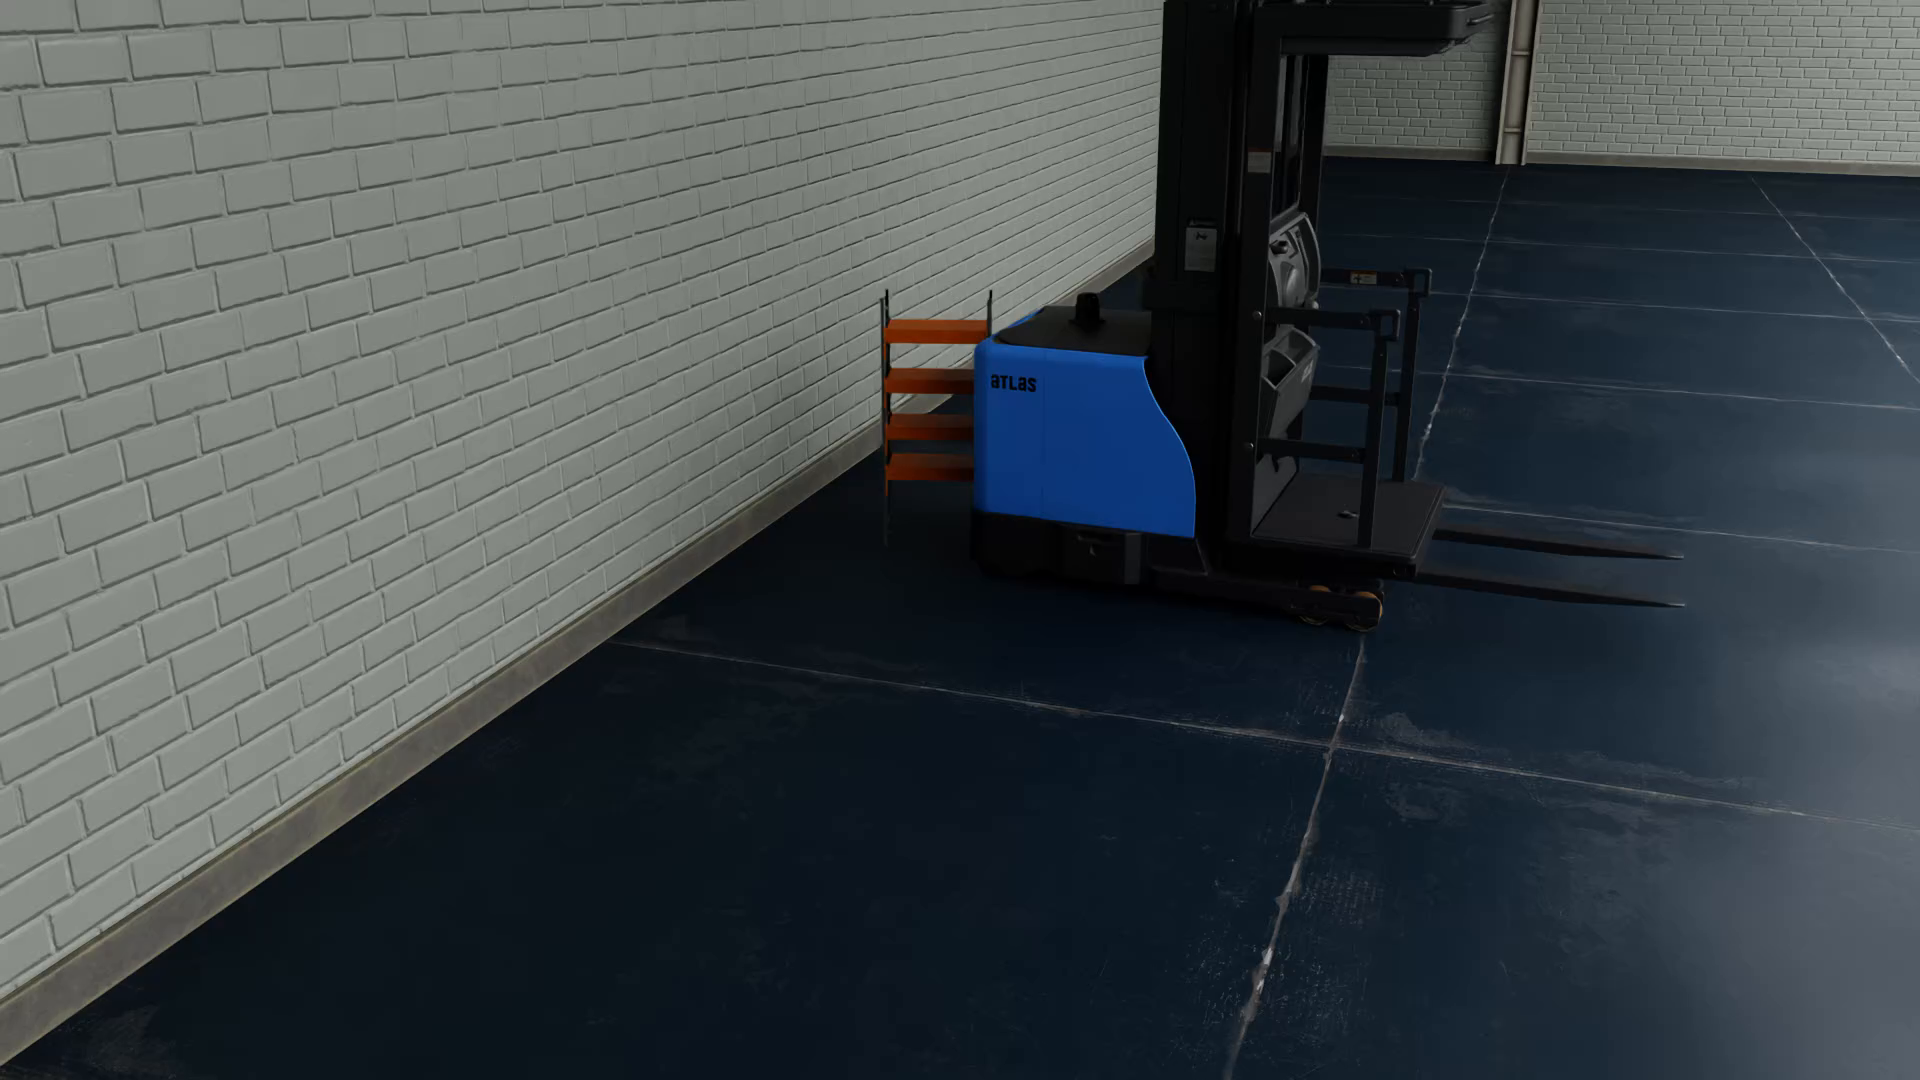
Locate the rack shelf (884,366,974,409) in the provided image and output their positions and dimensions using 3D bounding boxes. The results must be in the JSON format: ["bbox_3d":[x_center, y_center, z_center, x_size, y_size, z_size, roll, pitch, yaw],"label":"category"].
[{"bbox_3d":[-0.106,-0.718,7.835,0.480,0.148,0.258,1,19,3],"label":"rack shelf"}]

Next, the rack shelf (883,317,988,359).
[{"bbox_3d":[-0.106,-0.942,7.758,0.480,0.148,0.258,1,19,3],"label":"rack shelf"}]

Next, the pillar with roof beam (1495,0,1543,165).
[{"bbox_3d":[6.220,-8.136,17.746,0.400,9.000,9.100,7,20,18],"label":"pillar with roof beam"}]

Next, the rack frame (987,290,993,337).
[{"bbox_3d":[0.138,-0.565,7.872,0.015,1.200,0.240,1,19,3],"label":"rack frame"}]

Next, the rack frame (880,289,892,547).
[{"bbox_3d":[-0.350,-0.575,7.899,0.015,1.200,0.240,1,19,3],"label":"rack frame"}]

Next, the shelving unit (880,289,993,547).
[{"bbox_3d":[-0.106,-0.570,7.886,0.503,1.200,0.258,1,19,3],"label":"shelving unit"}]

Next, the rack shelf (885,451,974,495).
[{"bbox_3d":[-0.106,-0.318,7.971,0.480,0.148,0.258,1,19,3],"label":"rack shelf"}]

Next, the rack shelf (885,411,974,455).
[{"bbox_3d":[-0.106,-0.506,7.907,0.480,0.148,0.258,1,19,3],"label":"rack shelf"}]

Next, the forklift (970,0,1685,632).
[{"bbox_3d":[1.616,-1.199,7.062,3.031,2.935,1.130,8,21,21],"label":"forklift"}]
